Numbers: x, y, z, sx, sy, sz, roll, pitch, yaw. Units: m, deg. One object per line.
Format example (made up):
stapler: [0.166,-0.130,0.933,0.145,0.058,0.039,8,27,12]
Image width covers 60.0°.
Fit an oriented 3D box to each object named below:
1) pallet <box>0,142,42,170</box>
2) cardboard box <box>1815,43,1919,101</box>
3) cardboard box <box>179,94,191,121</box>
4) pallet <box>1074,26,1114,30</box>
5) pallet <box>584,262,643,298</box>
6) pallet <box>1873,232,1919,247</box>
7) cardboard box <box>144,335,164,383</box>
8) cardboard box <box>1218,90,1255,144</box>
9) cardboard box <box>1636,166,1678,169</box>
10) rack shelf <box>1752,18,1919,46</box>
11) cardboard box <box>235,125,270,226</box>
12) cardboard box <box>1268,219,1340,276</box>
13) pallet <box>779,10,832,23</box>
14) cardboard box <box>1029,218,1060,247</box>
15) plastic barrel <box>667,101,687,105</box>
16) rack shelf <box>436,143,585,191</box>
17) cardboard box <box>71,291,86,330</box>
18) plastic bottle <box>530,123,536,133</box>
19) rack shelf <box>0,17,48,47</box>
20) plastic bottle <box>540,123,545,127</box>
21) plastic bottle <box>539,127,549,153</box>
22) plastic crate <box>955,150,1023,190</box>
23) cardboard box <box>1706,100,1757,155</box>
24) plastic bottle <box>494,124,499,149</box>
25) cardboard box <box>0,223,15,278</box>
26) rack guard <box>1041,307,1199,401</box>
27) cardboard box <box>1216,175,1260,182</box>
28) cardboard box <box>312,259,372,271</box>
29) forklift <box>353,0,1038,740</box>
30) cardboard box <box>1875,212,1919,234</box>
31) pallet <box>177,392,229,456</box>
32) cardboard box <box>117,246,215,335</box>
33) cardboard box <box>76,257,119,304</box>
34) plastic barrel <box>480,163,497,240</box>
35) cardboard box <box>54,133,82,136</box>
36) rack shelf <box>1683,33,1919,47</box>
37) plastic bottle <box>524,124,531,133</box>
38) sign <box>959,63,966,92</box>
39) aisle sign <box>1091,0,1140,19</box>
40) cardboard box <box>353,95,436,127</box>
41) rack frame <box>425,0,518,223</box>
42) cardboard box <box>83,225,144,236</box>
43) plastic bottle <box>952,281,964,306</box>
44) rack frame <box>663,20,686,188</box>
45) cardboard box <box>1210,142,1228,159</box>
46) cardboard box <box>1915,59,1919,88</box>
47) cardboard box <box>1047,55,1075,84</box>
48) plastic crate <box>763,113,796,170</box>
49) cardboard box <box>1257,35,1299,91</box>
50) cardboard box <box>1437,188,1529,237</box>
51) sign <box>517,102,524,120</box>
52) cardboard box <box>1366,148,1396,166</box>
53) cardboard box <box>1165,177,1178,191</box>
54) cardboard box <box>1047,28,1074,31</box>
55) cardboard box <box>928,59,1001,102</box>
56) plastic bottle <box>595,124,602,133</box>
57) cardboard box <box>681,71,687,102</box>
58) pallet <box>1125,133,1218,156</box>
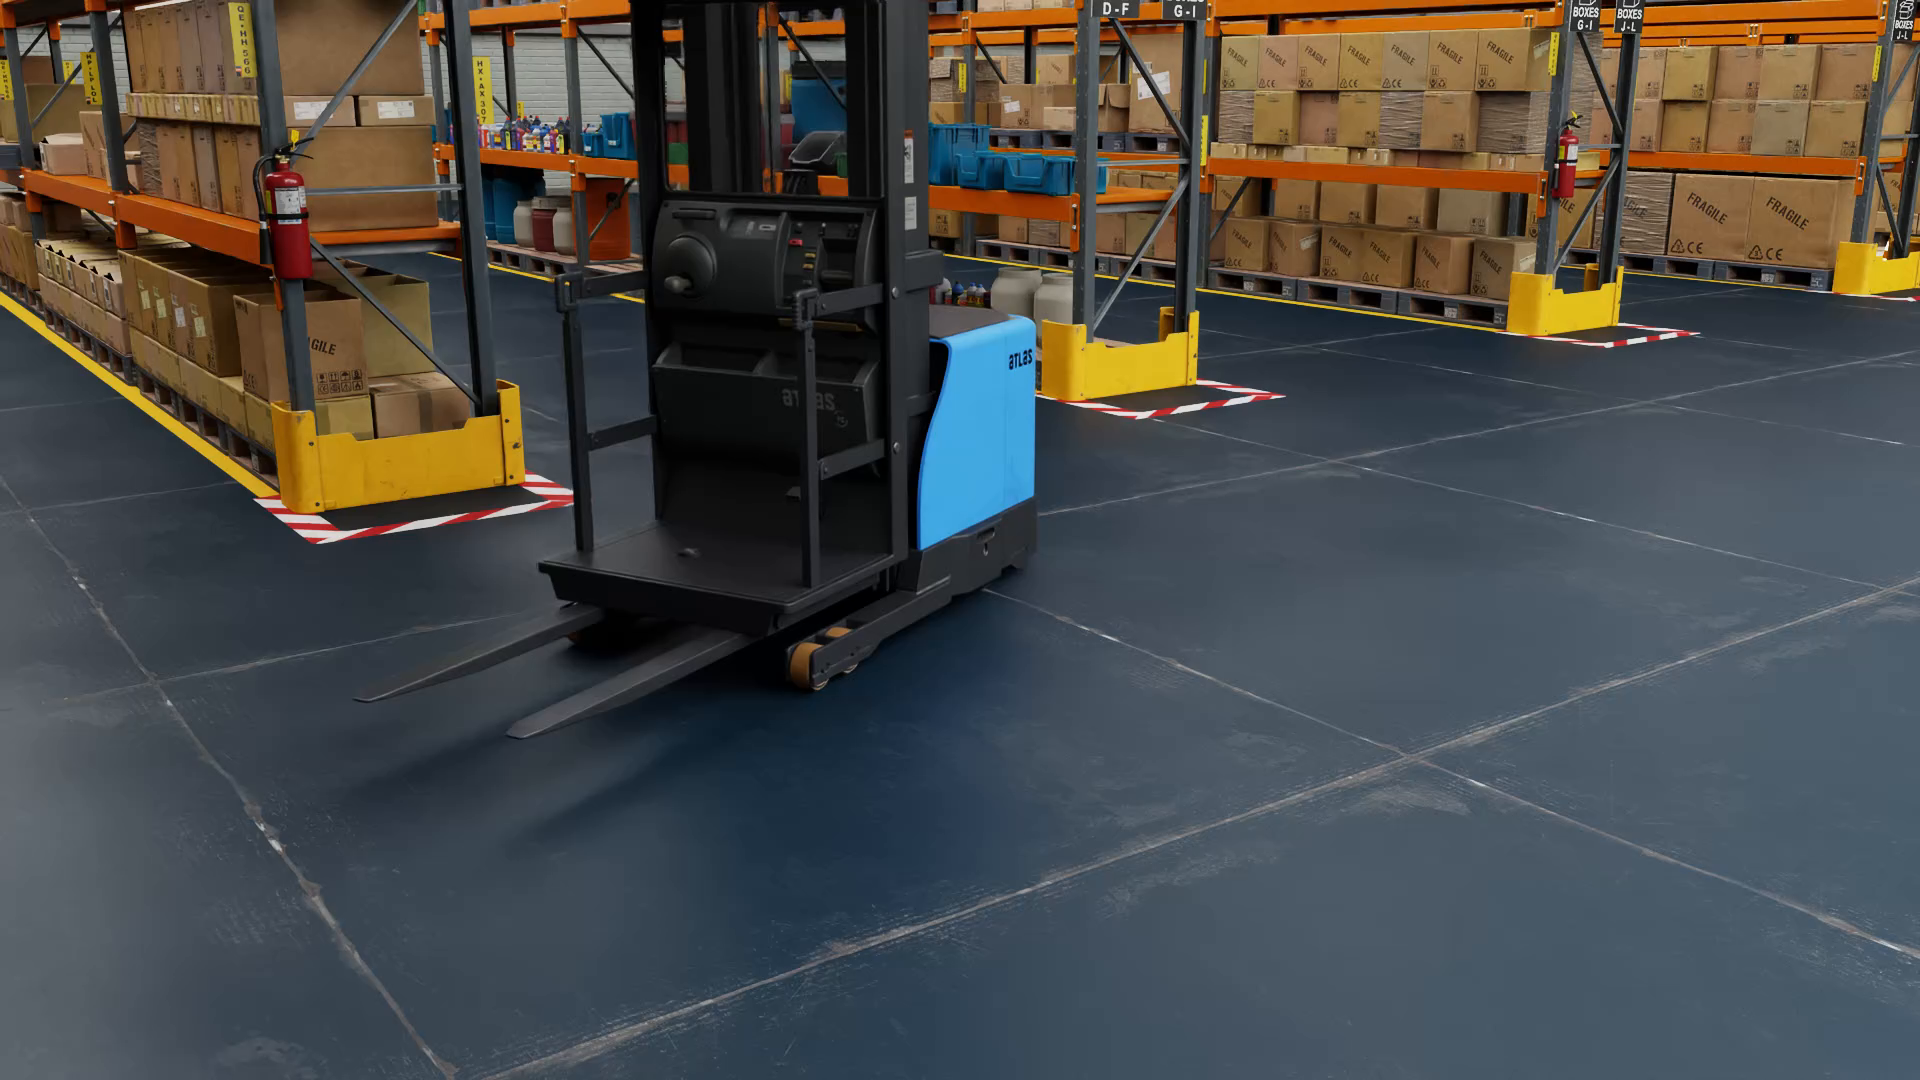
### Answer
pallet: [-7.993,-3.448,14.857,1.213,0.211,1.003,-11,19,-35]
cardboard box: [9.066,-4.662,16.599,0.875,0.550,0.550,-11,19,-35]
cardboard box: [-4.271,-2.496,9.597,0.380,0.149,0.250,-11,19,-35]
pallet: [2.474,-7.754,24.899,1.213,0.211,1.003,-11,19,-35]
pallet: [-3.105,-2.659,16.890,1.003,0.211,1.213,-11,19,-35]
pallet: [11.990,-3.884,21.369,1.003,0.211,1.213,-11,19,-35]
cardboard box: [-4.869,-1.176,10.603,0.500,0.250,0.500,-11,19,-35]
cardboard box: [3.044,-4.176,16.398,0.875,0.500,0.500,-11,19,-35]
cardboard box: [12.084,-6.307,28.878,0.500,0.500,0.500,-10,18,-33]
rack shelf: [12.021,-6.301,20.596,1.077,0.370,4.000,-11,19,-35]
cardboard box: [-3.411,-1.960,8.866,0.700,0.500,0.500,-10,18,-33]
cardboard box: [3.375,-2.874,16.334,0.500,0.500,0.500,-5,16,-17]
pallet: [-2.347,-7.378,23.338,1.003,0.211,1.213,-11,19,-35]
cardboard box: [1.224,-3.694,19.293,0.700,0.500,0.500,-13,20,-39]
plastic barrel: [-3.011,-4.189,16.941,0.600,0.536,0.708,-11,19,-35]
rack shelf: [-4.705,-4.255,18.804,1.077,0.370,4.000,-11,19,-35]
cardboard box: [-6.559,-1.799,12.881,0.500,0.250,0.500,-10,18,-33]
plastic bottle: [-4.966,-4.724,19.399,0.097,0.271,0.097,0,15,0]
rack shelf: [-11.066,-5.788,18.723,1.077,0.370,4.000,-11,19,-35]
plastic bottle: [-4.876,-4.750,19.483,0.152,0.276,0.135,-11,19,-35]
plastic bottle: [-4.415,-4.252,17.672,0.097,0.271,0.097,0,15,0]
plastic crate: [0.261,-2.595,11.658,0.499,0.251,0.408,-11,19,-35]
cardboard box: [8.429,-4.382,17.619,0.875,0.550,0.550,-11,19,-35]
plastic bottle: [-5.190,-4.533,18.700,0.097,0.271,0.097,0,15,0]
cardboard box: [-8.895,-2.799,16.021,0.500,0.500,0.500,-12,19,-37]
rack guard: [1.092,-1.270,11.270,1.175,0.500,0.348,-11,19,-35]
cardboard box: [3.935,-5.156,23.252,0.500,0.250,0.500,-11,19,-36]
cardboard box: [-3.849,-1.407,10.026,0.500,0.500,0.500,-11,19,-35]
forklift: [-0.812,-1.033,5.798,1.130,2.935,3.031,8,17,27]
cardboard box: [11.894,-4.004,20.936,0.500,0.250,0.500,-12,19,-37]
pallet: [-4.031,-0.771,9.993,1.003,0.211,1.213,-11,19,-35]
cardboard box: [-5.166,-1.643,10.891,0.500,0.500,0.500,-11,19,-35]
cardboard box: [-6.258,-1.959,12.402,0.500,0.311,0.500,-11,19,-35]
plastic barrel: [-5.575,-4.101,20.057,0.600,0.901,0.708,-11,19,-35]
cardboard box: [-7.359,-3.280,14.046,0.500,0.311,0.500,-10,18,-31]
rack shelf: [13.682,-7.926,26.534,1.077,0.370,4.000,-11,19,-35]
plastic bottle: [-4.776,-4.445,18.355,0.061,0.283,0.133,-11,19,-35]
sign: [0.030,-5.416,19.487,0.100,0.325,0.005,-11,19,-35]
aisle sign: [0.977,-3.659,10.339,0.394,0.787,0.004,-11,19,-35]
cardboard box: [-2.891,-2.177,8.430,0.380,0.149,0.250,-11,19,-35]
rack frame: [-5.881,-5.029,20.269,1.000,3.000,0.127,-11,19,-35]
cardboard box: [-7.887,-2.666,15.537,0.500,0.500,0.500,-12,19,-37]
plastic bottle: [-0.019,-1.936,13.304,0.097,0.271,0.097,0,15,0]
rack frame: [-4.226,-6.652,26.199,1.000,3.000,0.127,-11,19,-35]
cardboard box: [2.712,-3.876,16.532,0.380,0.149,0.250,-11,19,-35]
cardboard box: [11.865,-5.853,20.633,0.700,0.500,0.500,-11,19,-35]
cardboard box: [1.702,-7.279,25.841,0.500,0.500,0.500,-12,19,-36]
plastic crate: [-1.709,-3.408,14.224,0.402,0.464,0.583,-11,19,-35]
cardboard box: [3.184,-4.522,15.768,0.500,0.500,0.500,-11,19,-35]
cardboard box: [6.463,-4.074,20.246,1.050,0.750,0.750,-11,19,-35]
sign: [-5.435,-5.248,20.543,0.100,0.325,0.005,-11,19,-35]
cardboard box: [3.880,-3.447,14.965,0.380,0.149,0.250,-11,19,-35]
cardboard box: [3.324,-5.011,24.142,0.500,0.500,0.500,-12,19,-37]
cardboard box: [1.690,-7.984,25.666,0.500,0.250,0.500,-10,18,-33]
cardboard box: [0.061,-5.635,20.392,0.797,0.503,0.637,-10,18,-33]
plastic bottle: [-3.971,-4.445,18.356,0.061,0.283,0.133,-11,19,-35]
cardboard box: [-3.868,-6.834,25.163,0.500,0.500,0.500,-11,19,-36]
pallet: [2.498,-4.183,17.541,1.003,0.211,1.213,-11,19,-35]
